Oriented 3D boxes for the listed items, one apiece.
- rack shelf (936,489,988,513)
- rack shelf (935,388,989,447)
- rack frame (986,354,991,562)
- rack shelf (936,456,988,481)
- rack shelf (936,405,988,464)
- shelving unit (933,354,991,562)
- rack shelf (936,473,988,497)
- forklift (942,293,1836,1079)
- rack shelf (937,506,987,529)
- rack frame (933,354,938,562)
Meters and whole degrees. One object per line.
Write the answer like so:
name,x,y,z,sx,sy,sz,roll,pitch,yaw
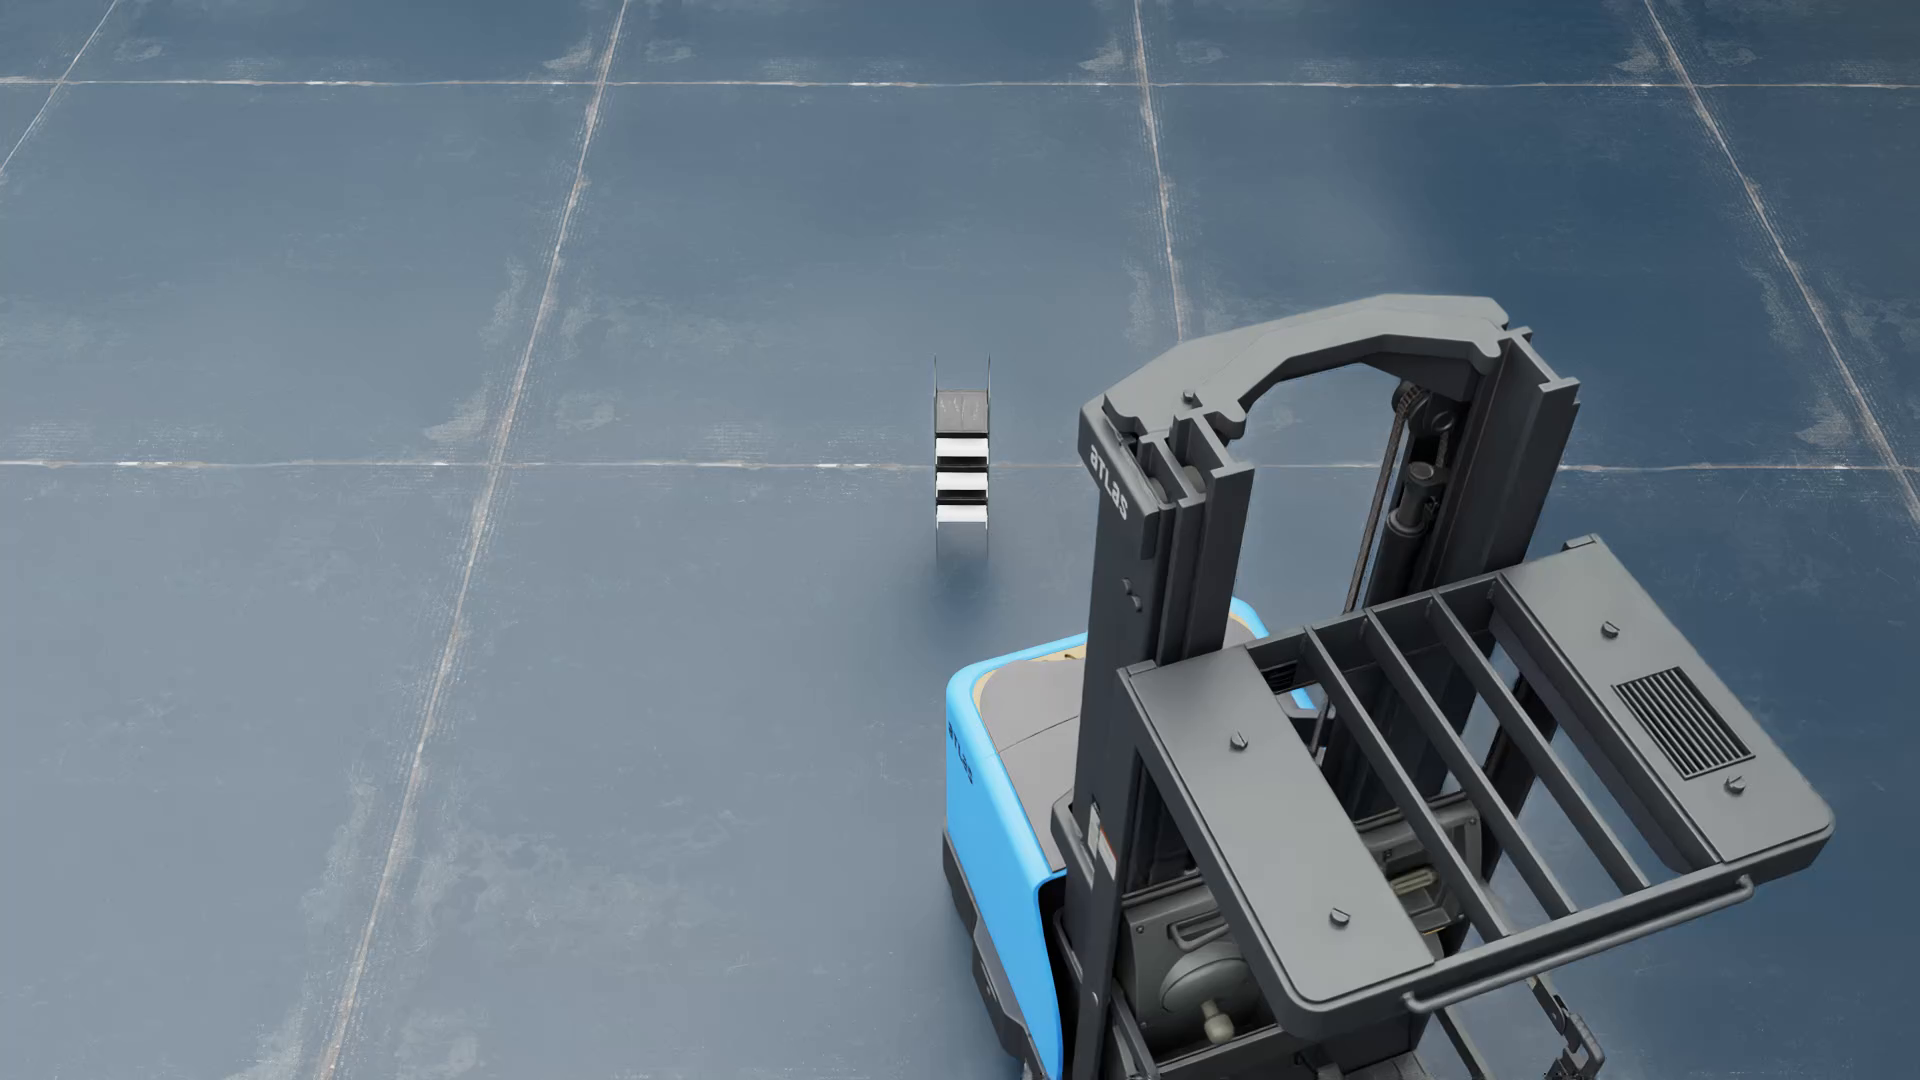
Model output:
rack shelf,0.008,-0.223,6.592,0.200,0.077,0.258,0,47,0
rack shelf,0.008,-0.468,6.328,0.200,0.077,0.258,0,47,0
rack frame,0.110,-0.306,6.501,0.006,0.900,0.240,0,47,0
rack shelf,0.008,-0.345,6.460,0.200,0.077,0.258,0,47,0
rack shelf,0.008,-0.406,6.394,0.200,0.077,0.258,0,47,0
shelving unit,0.008,-0.307,6.501,0.210,0.900,0.258,0,47,0
rack shelf,0.008,-0.284,6.526,0.200,0.077,0.258,0,47,0
forklift,0.914,1.027,3.873,1.130,2.935,3.031,-15,49,-13
rack shelf,0.008,-0.161,6.658,0.200,0.077,0.258,0,47,0
rack frame,-0.094,-0.307,6.502,0.006,0.900,0.240,0,47,0
